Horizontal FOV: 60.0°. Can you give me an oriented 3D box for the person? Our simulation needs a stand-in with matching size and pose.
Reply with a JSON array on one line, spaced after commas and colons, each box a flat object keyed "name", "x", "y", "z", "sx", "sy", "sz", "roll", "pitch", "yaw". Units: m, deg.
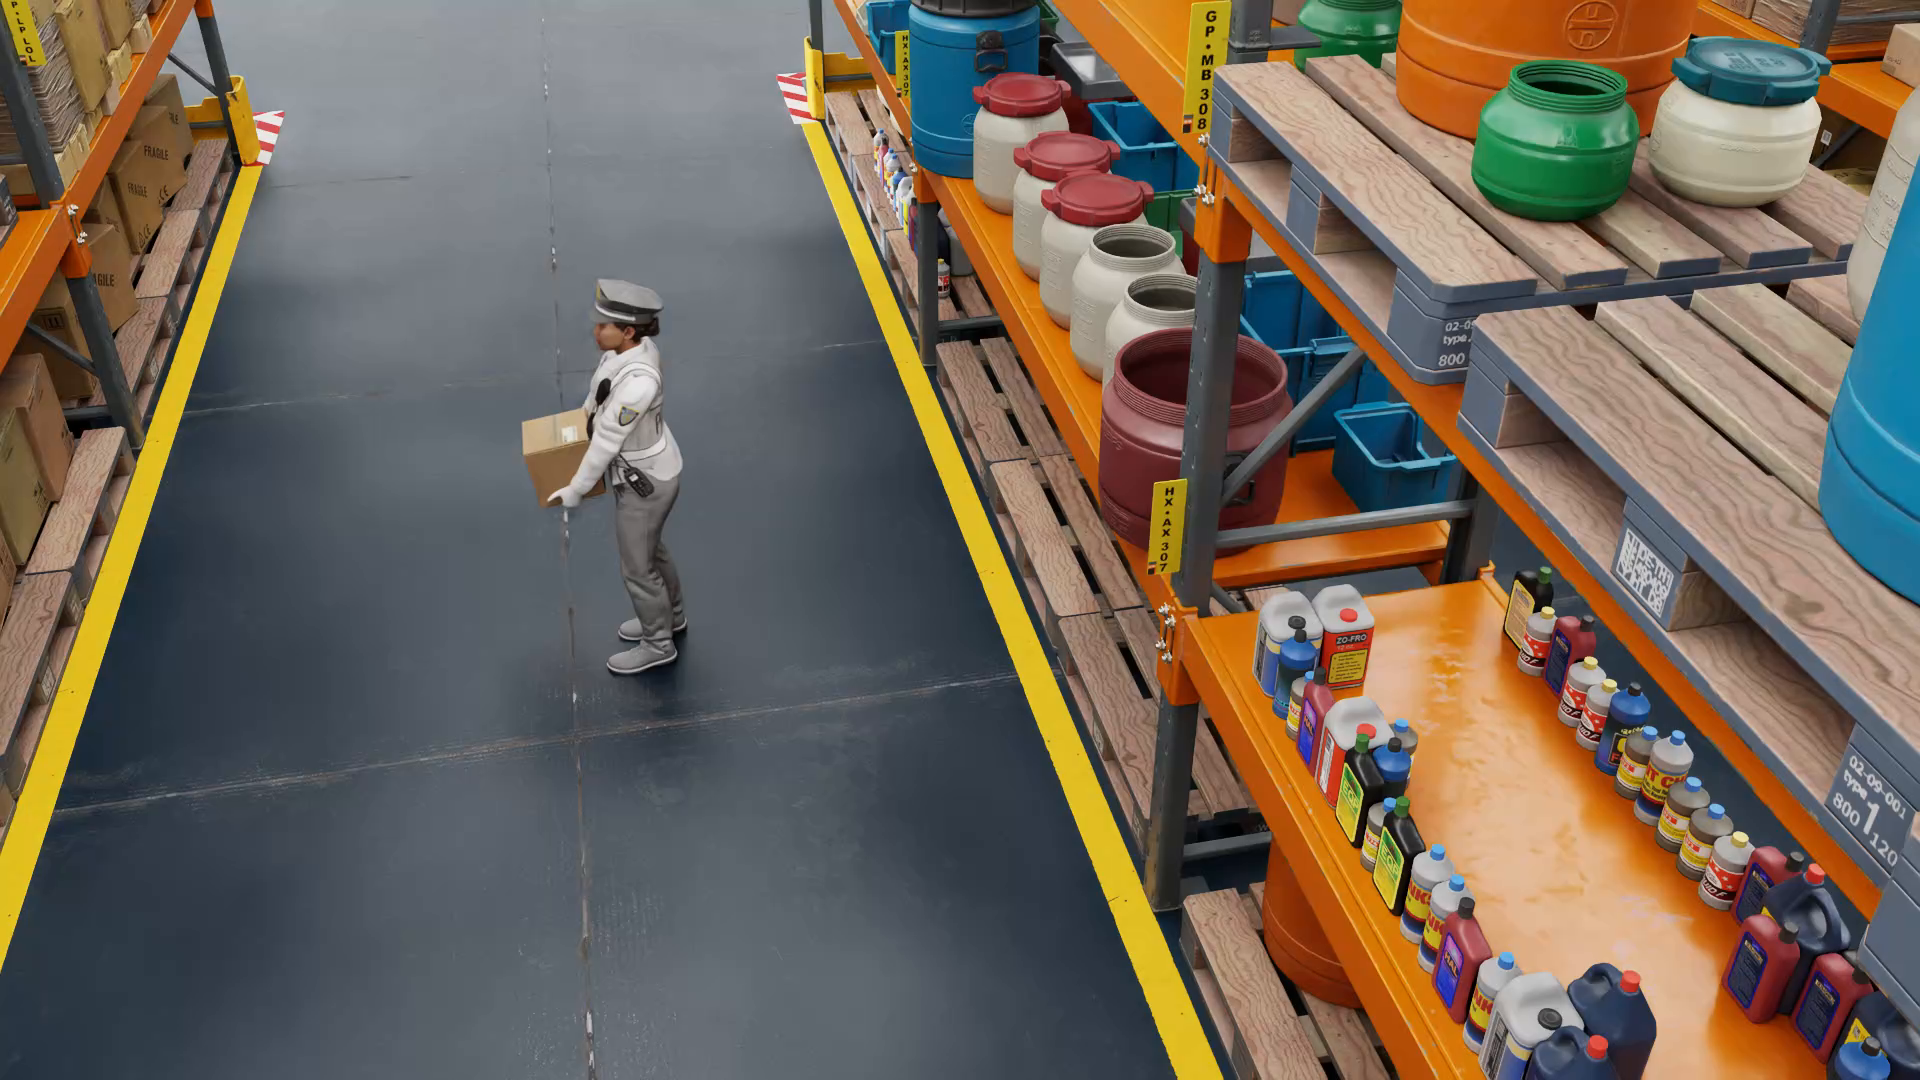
[{"name": "person", "x": -1.266, "y": -0.221, "z": 6.459, "sx": 0.412, "sy": 1.665, "sz": 0.547, "roll": -9, "pitch": 36, "yaw": -13}]
